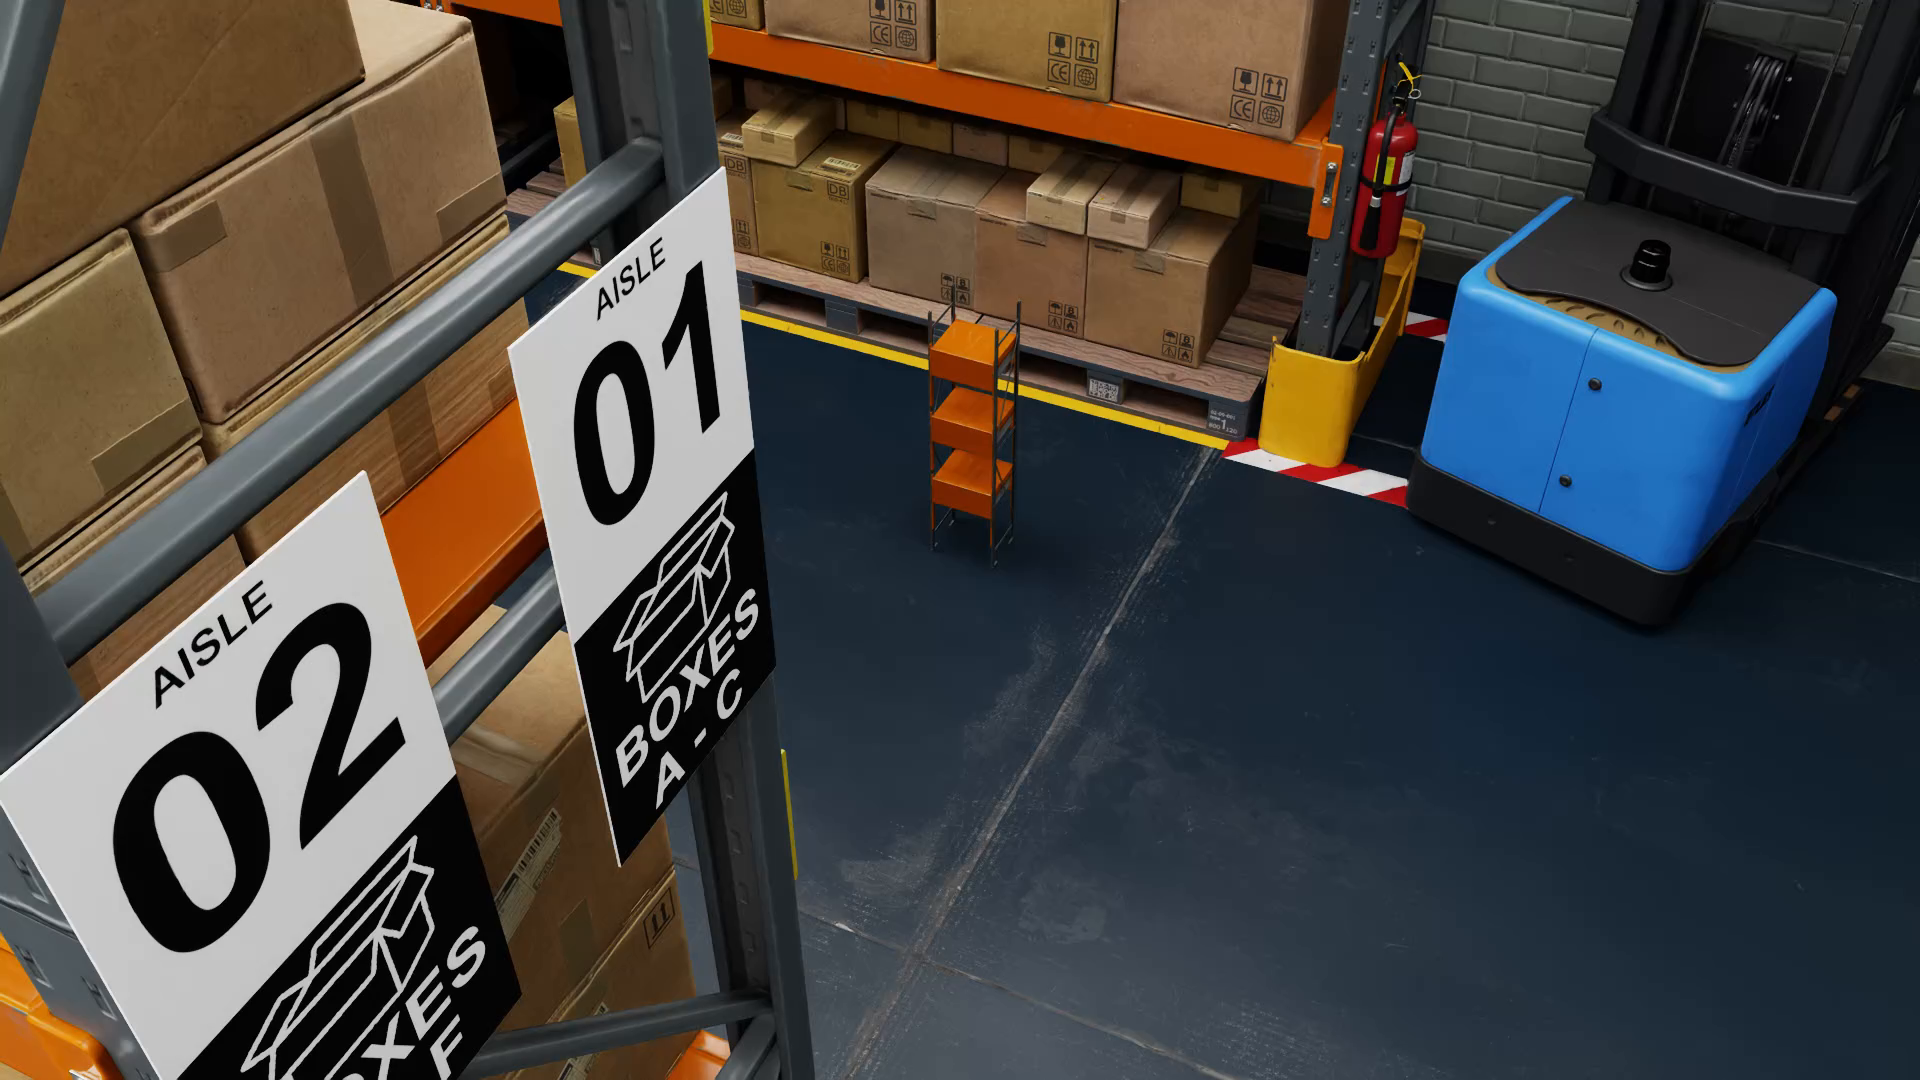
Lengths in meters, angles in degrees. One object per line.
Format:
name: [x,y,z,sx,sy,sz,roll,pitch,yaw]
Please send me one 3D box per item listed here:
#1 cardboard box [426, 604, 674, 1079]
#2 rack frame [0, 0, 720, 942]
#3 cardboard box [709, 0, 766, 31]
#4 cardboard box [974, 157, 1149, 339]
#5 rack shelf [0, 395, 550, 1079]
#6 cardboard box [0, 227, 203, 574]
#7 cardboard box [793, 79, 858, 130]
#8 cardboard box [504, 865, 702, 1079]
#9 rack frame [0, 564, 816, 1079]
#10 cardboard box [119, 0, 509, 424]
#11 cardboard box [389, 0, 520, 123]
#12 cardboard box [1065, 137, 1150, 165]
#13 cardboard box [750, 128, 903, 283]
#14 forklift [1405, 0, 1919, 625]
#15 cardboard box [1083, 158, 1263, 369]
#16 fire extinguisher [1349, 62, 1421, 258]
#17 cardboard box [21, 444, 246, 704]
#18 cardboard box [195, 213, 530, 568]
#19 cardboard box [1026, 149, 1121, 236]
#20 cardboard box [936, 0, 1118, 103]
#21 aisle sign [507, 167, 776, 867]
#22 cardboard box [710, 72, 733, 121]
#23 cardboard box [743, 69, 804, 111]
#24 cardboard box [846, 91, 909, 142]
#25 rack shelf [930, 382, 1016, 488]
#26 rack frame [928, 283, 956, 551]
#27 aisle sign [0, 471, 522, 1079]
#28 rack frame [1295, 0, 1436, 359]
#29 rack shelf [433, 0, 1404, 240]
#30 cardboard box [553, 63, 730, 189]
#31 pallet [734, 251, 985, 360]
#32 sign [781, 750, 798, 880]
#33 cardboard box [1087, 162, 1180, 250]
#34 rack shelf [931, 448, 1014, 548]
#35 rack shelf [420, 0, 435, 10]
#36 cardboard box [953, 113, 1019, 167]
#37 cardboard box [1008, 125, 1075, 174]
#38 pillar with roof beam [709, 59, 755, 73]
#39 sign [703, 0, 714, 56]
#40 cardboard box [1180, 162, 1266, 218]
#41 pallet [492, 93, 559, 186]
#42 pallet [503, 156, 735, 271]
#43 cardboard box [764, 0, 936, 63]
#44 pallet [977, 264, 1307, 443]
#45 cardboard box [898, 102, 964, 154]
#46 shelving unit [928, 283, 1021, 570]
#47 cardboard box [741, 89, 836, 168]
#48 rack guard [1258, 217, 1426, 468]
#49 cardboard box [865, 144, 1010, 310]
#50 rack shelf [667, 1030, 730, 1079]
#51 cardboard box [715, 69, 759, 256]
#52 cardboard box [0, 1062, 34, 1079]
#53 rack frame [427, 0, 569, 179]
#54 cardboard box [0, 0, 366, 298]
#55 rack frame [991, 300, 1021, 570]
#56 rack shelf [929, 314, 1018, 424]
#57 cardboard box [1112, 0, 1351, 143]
cardboard box: [-0.823,0.441,2.611,0.500,0.500,0.500,18,44,20]
rack frame: [-0.532,-1.131,0.684,0.127,3.000,1.000,17,44,19]
cardboard box: [-0.922,-2.661,6.801,0.700,0.700,0.980,16,43,18]
cardboard box: [0.428,-1.292,7.039,0.500,0.500,0.700,17,44,19]
rack shelf: [-2.345,-0.279,2.541,4.000,0.370,1.077,17,44,19]
cardboard box: [-1.106,-0.120,1.541,0.500,0.250,0.500,17,44,19]
cardboard box: [-0.533,-1.974,7.330,0.250,0.149,0.380,17,44,19]
cardboard box: [-0.823,0.819,2.939,0.500,0.500,0.500,18,44,20]
rack frame: [-0.532,1.136,2.649,0.127,3.000,1.000,17,44,19]
cardboard box: [-0.888,-0.426,1.894,0.500,0.250,0.500,17,44,19]
cardboard box: [-2.710,-2.362,8.006,0.750,0.750,0.750,17,44,19]
cardboard box: [0.620,-1.623,6.925,0.250,0.149,0.380,17,44,19]
cardboard box: [-0.514,-1.574,7.364,0.500,0.500,0.700,18,44,20]
forklift: [3.044,-1.694,5.967,1.130,2.935,3.031,30,49,30]
cardboard box: [0.882,-1.154,6.879,0.500,0.500,0.700,17,44,19]
fire extinguisher: [1.500,-1.319,5.826,0.183,0.674,0.296,17,44,19]
cardboard box: [-1.110,0.074,1.699,0.500,0.250,0.500,17,44,19]
cardboard box: [-0.891,-0.234,2.054,0.500,0.250,0.500,17,44,19]
cardboard box: [0.457,-1.397,6.664,0.250,0.149,0.380,18,44,20]
cardboard box: [0.428,-2.249,6.325,0.700,0.700,0.980,17,44,18]
aisle sign: [-0.347,-0.002,1.977,0.004,0.787,0.394,17,44,19]
cardboard box: [-1.199,-1.901,7.246,0.250,0.149,0.380,18,44,20]
cardboard box: [-0.762,-2.045,7.412,0.250,0.149,0.380,16,43,17]
cardboard box: [-0.299,-1.903,7.248,0.250,0.149,0.380,16,43,18]
rack shelf: [0.048,-0.374,5.896,0.240,0.259,0.215,17,44,19]
rack frame: [-0.062,-0.416,5.928,0.008,1.050,0.200,17,44,19]
aisle sign: [-0.600,0.355,1.566,0.004,0.787,0.394,17,44,19]
rack frame: [1.559,-1.805,6.042,0.127,3.000,1.000,17,44,19]
rack shelf: [-0.254,-2.087,6.917,4.000,0.370,1.077,17,44,19]
cardboard box: [-1.432,-1.859,7.692,0.500,0.500,0.700,18,44,19]
pallet: [-0.301,-1.265,7.548,1.213,0.211,1.003,17,44,19]
sign: [-0.303,0.487,2.737,0.005,0.325,0.100,17,44,19]
cardboard box: [0.688,-1.326,6.583,0.250,0.149,0.380,16,44,18]
rack shelf: [0.048,-0.164,6.078,0.240,0.259,0.215,17,44,19]
rack shelf: [-3.879,-3.195,8.195,4.000,0.370,1.077,17,44,19]
cardboard box: [0.163,-1.762,7.086,0.250,0.149,0.380,18,44,19]
cardboard box: [0.394,-1.692,7.005,0.250,0.149,0.380,17,44,19]
pillar with roof beam: [-2.886,-2.944,2.776,0.400,9.000,9.100,17,44,19]
sign: [-0.303,-0.650,1.752,0.005,0.325,0.100,17,44,19]
cardboard box: [1.080,-1.483,6.763,0.250,0.149,0.380,17,44,19]
pallet: [-2.797,-2.028,8.429,1.213,0.211,1.003,17,44,19]
pallet: [-1.410,-1.602,7.937,1.213,0.211,1.003,17,44,19]
cardboard box: [-0.259,-2.465,6.575,0.700,0.700,0.980,15,43,17]
pallet: [0.801,-0.926,7.158,1.213,0.211,1.003,17,44,19]
cardboard box: [-0.070,-1.833,7.167,0.250,0.149,0.380,17,44,19]
shelving unit: [0.048,-0.382,5.889,0.252,1.050,0.215,17,44,19]
cardboard box: [-0.726,-1.757,7.079,0.250,0.149,0.380,16,43,17]
rack guard: [1.580,-0.854,6.853,0.348,0.500,1.175,17,44,19]
cardboard box: [-0.028,-1.431,7.199,0.500,0.500,0.700,16,43,17]
rack shelf: [-2.345,0.854,3.524,4.000,0.370,1.077,17,44,19]
cardboard box: [-0.978,-1.718,7.530,0.500,0.500,0.700,17,44,18]
cardboard box: [-1.052,0.761,2.243,0.500,0.500,0.500,17,44,18]
rack frame: [-2.066,-2.913,7.320,0.127,3.000,1.000,17,44,19]
cardboard box: [-1.005,-0.545,1.459,0.500,0.500,0.700,17,44,19]
rack frame: [0.159,-0.348,5.850,0.008,1.050,0.200,17,44,19]
rack shelf: [0.048,-0.588,5.710,0.240,0.259,0.215,17,44,19]
cardboard box: [1.092,-2.054,6.100,0.700,0.700,0.980,19,44,21]
